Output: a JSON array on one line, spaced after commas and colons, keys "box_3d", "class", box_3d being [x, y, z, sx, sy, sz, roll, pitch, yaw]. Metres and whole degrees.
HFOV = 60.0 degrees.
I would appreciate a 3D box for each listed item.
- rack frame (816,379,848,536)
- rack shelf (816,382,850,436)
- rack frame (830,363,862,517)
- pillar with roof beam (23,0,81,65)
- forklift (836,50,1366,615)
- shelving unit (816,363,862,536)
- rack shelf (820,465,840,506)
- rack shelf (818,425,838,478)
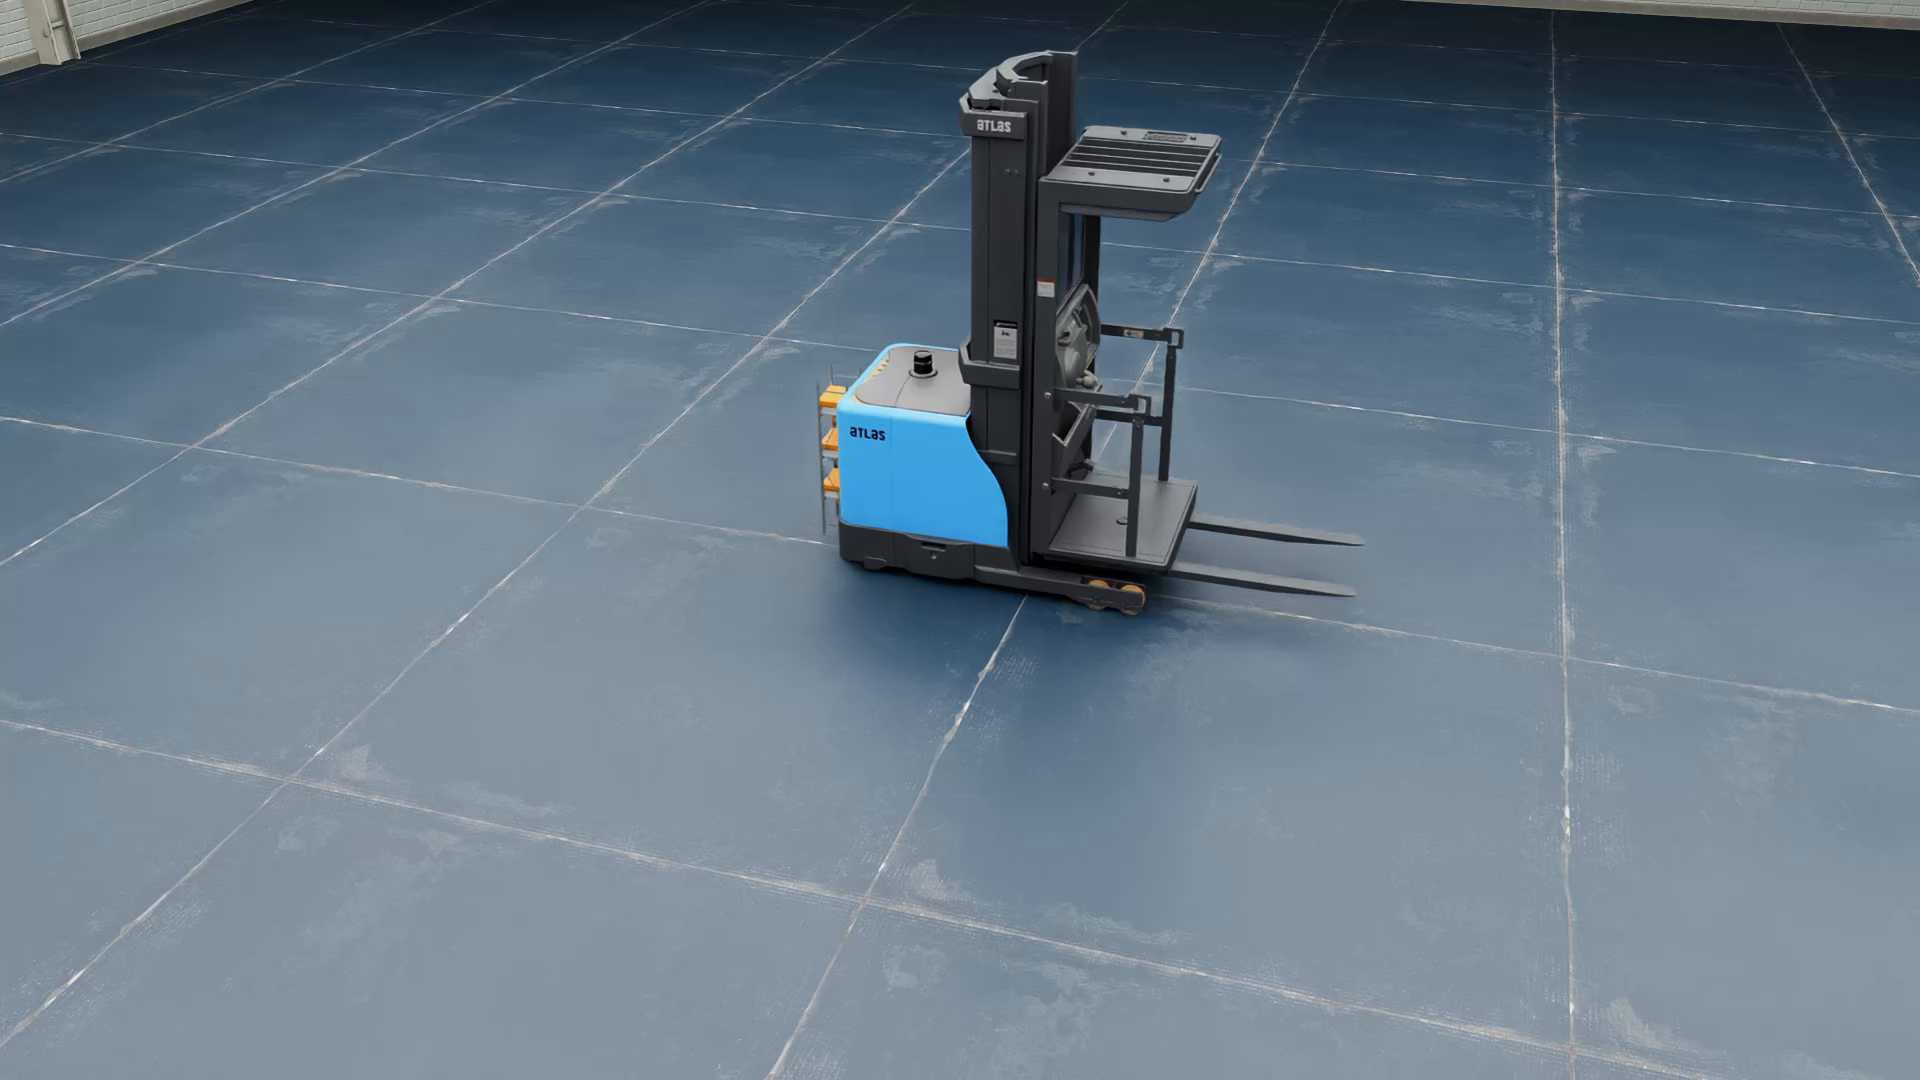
[{"box_3d": [-0.756, -0.480, 10.068, 0.200, 1.050, 0.008, 8, 30, 14], "class": "rack frame"}, {"box_3d": [-0.722, -0.776, 10.038, 0.215, 0.259, 0.240, 8, 30, 14], "class": "rack shelf"}, {"box_3d": [-0.689, -0.594, 10.273, 0.200, 1.050, 0.008, 8, 30, 14], "class": "rack frame"}, {"box_3d": [-7.432, -9.469, 18.051, 9.100, 9.000, 0.400, 8, 30, 15], "class": "pillar with roof beam"}, {"box_3d": [0.852, -1.143, 9.325, 3.031, 2.935, 1.130, 8, 30, 15], "class": "forklift"}, {"box_3d": [-0.722, -0.537, 10.171, 0.215, 1.050, 0.252, 8, 30, 14], "class": "shelving unit"}, {"box_3d": [-0.722, -0.285, 10.311, 0.215, 0.259, 0.240, 8, 30, 14], "class": "rack shelf"}, {"box_3d": [-0.722, -0.528, 10.176, 0.215, 0.259, 0.240, 8, 30, 14], "class": "rack shelf"}]
